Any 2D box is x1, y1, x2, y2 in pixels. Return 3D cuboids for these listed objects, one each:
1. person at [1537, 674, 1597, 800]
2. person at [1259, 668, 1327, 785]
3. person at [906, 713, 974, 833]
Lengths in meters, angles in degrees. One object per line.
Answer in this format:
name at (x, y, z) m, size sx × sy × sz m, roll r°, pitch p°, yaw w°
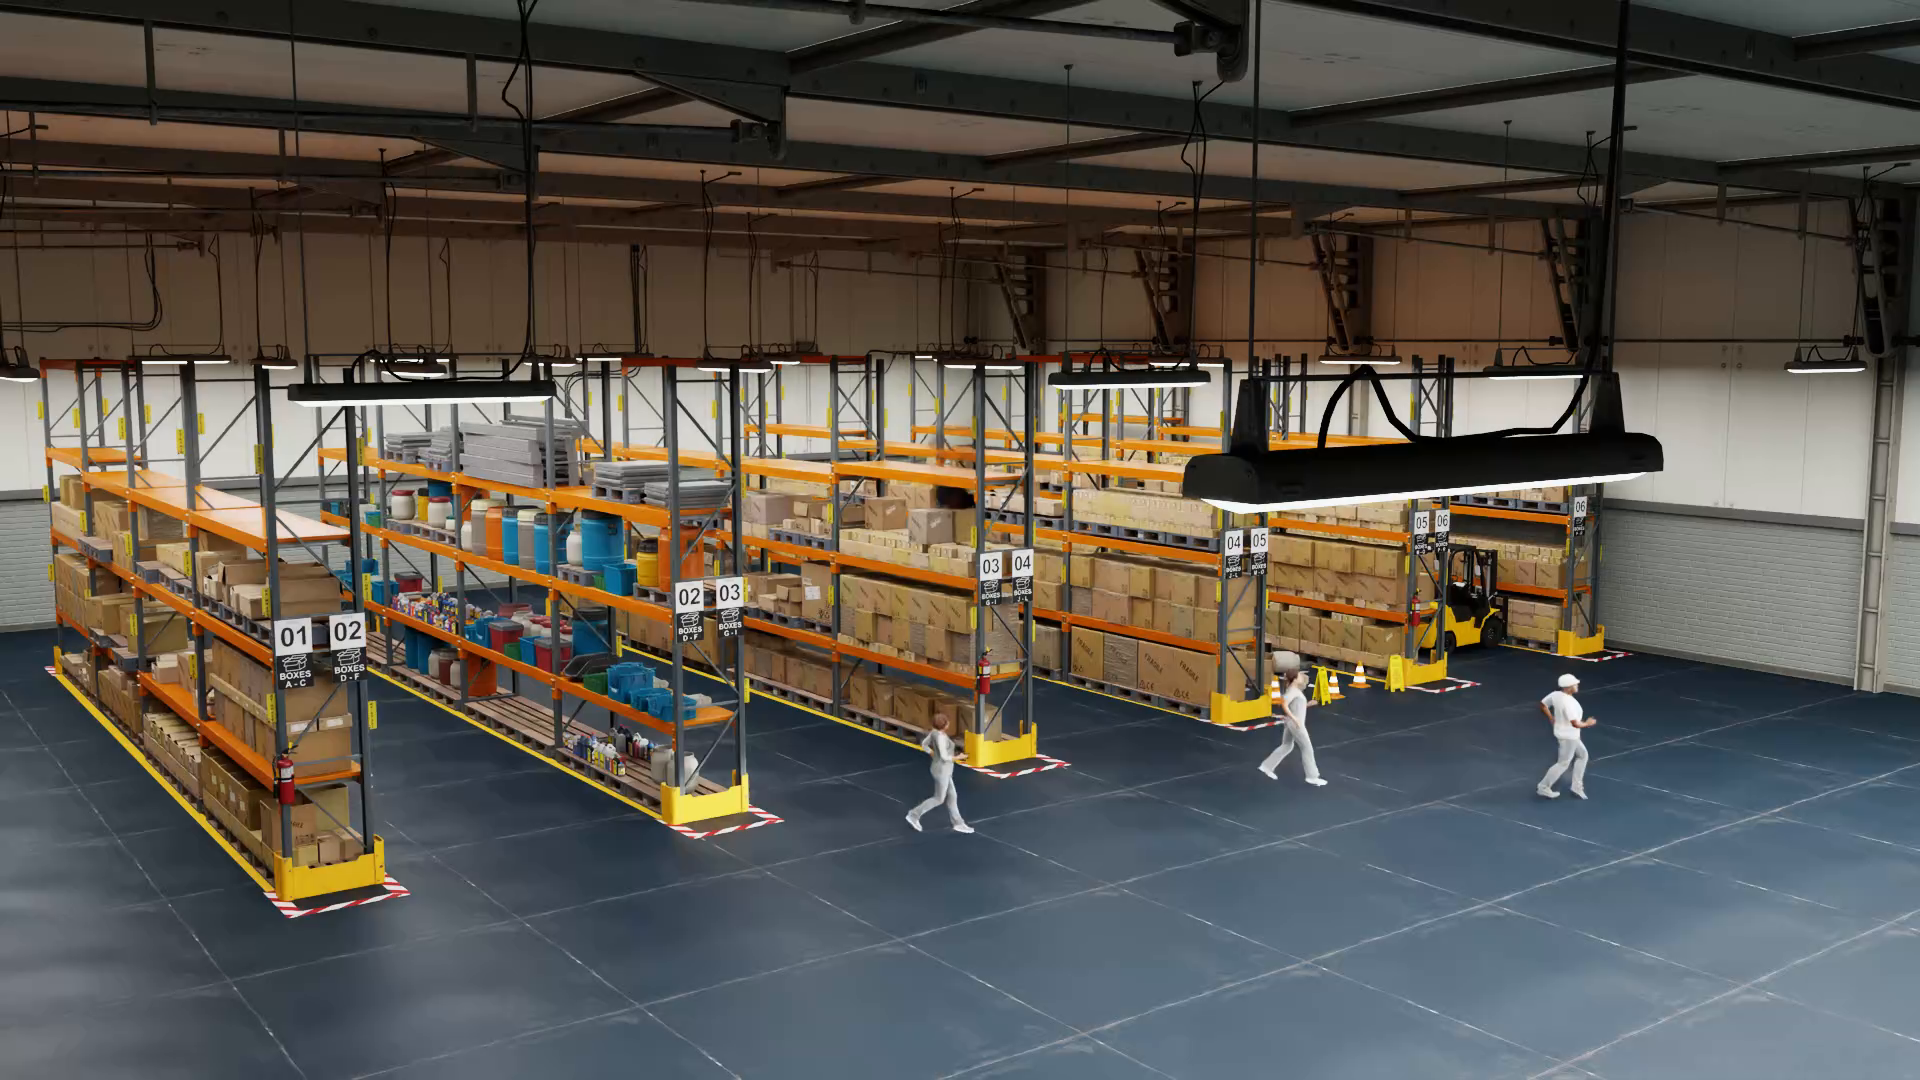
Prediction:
person at (8.357, 2.731, 22.933) m, size 0.757 × 1.802 × 0.707 m, roll 1°, pitch 7°, yaw 5°
person at (4.746, 2.645, 23.622) m, size 0.956 × 1.668 × 0.550 m, roll 0°, pitch 7°, yaw -2°
person at (-0.255, 2.981, 21.206) m, size 0.896 × 1.591 × 0.542 m, roll -1°, pitch 7°, yaw -9°
